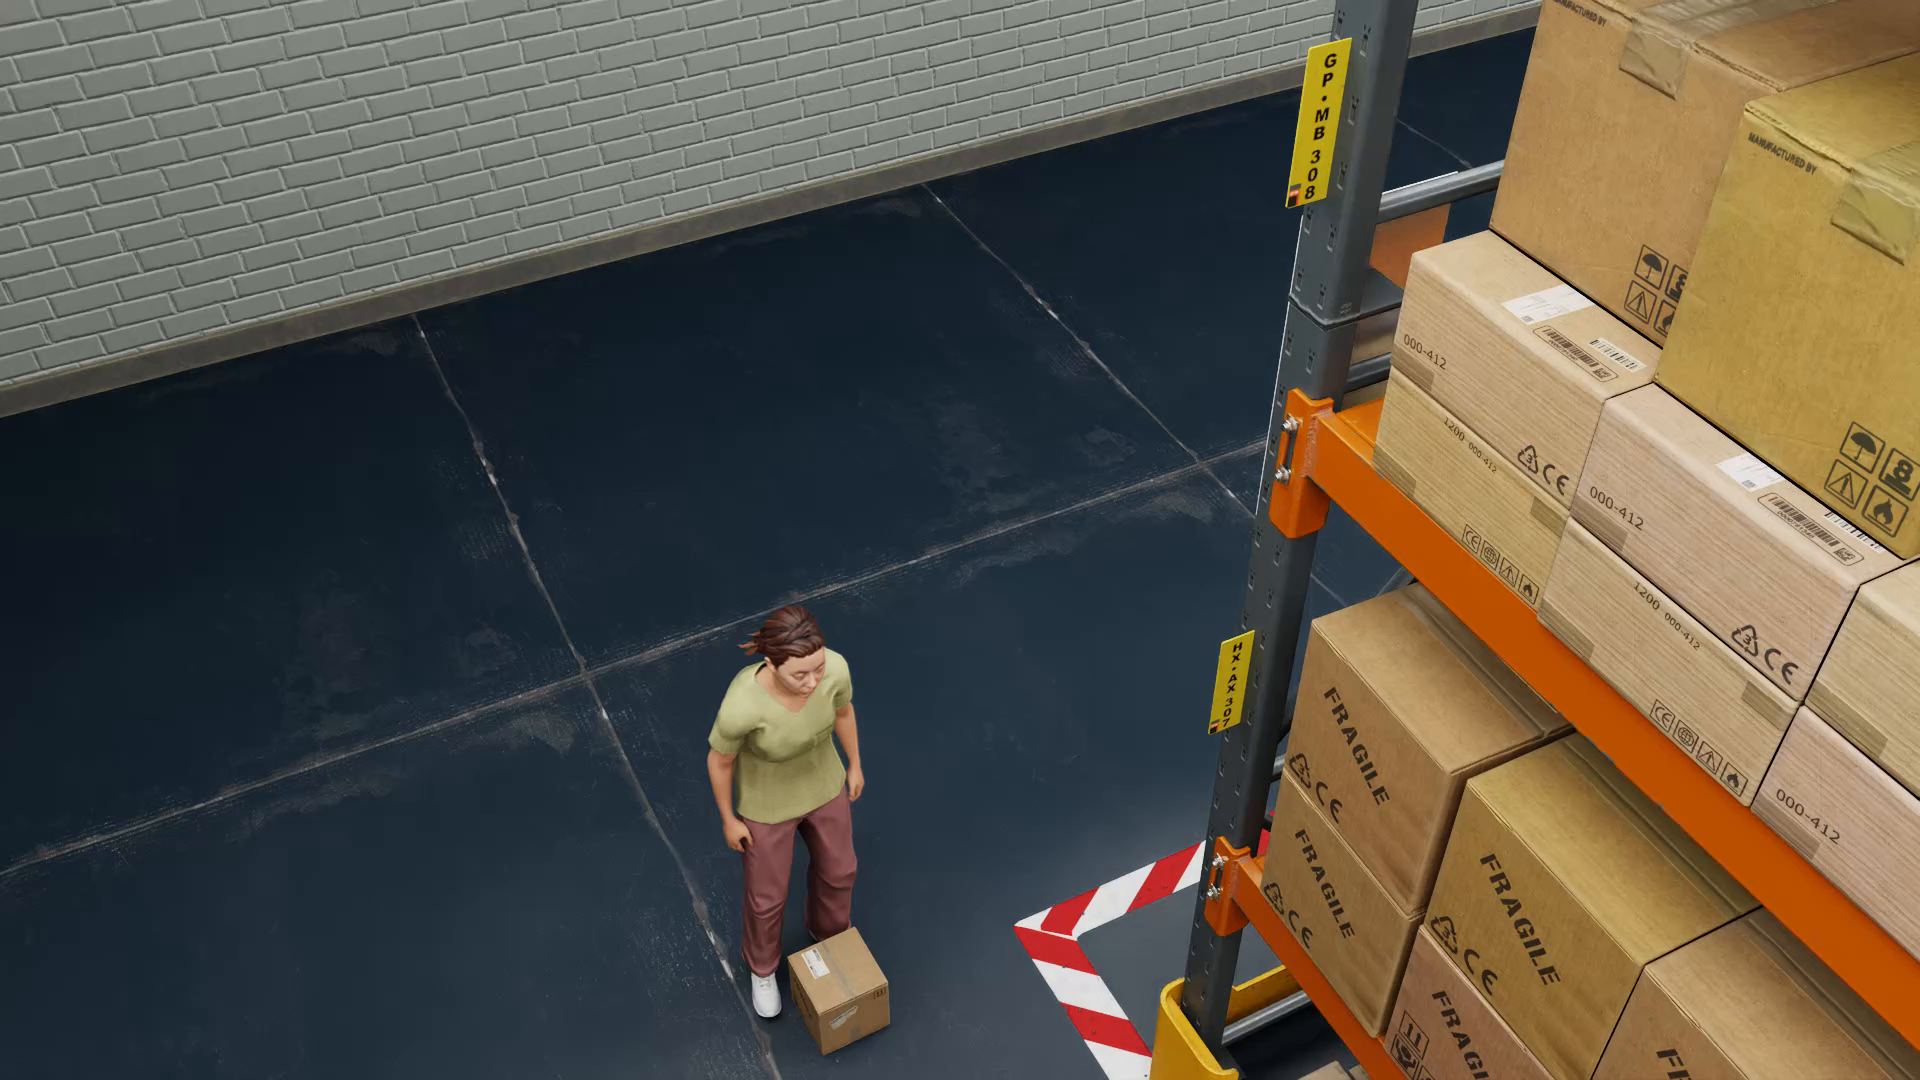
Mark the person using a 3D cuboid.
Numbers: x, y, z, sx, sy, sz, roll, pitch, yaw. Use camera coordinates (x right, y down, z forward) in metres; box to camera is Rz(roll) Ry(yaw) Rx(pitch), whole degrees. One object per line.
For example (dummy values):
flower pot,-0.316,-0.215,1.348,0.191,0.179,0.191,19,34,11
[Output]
person,-0.521,0.823,5.228,0.515,1.671,0.365,-22,46,-23
